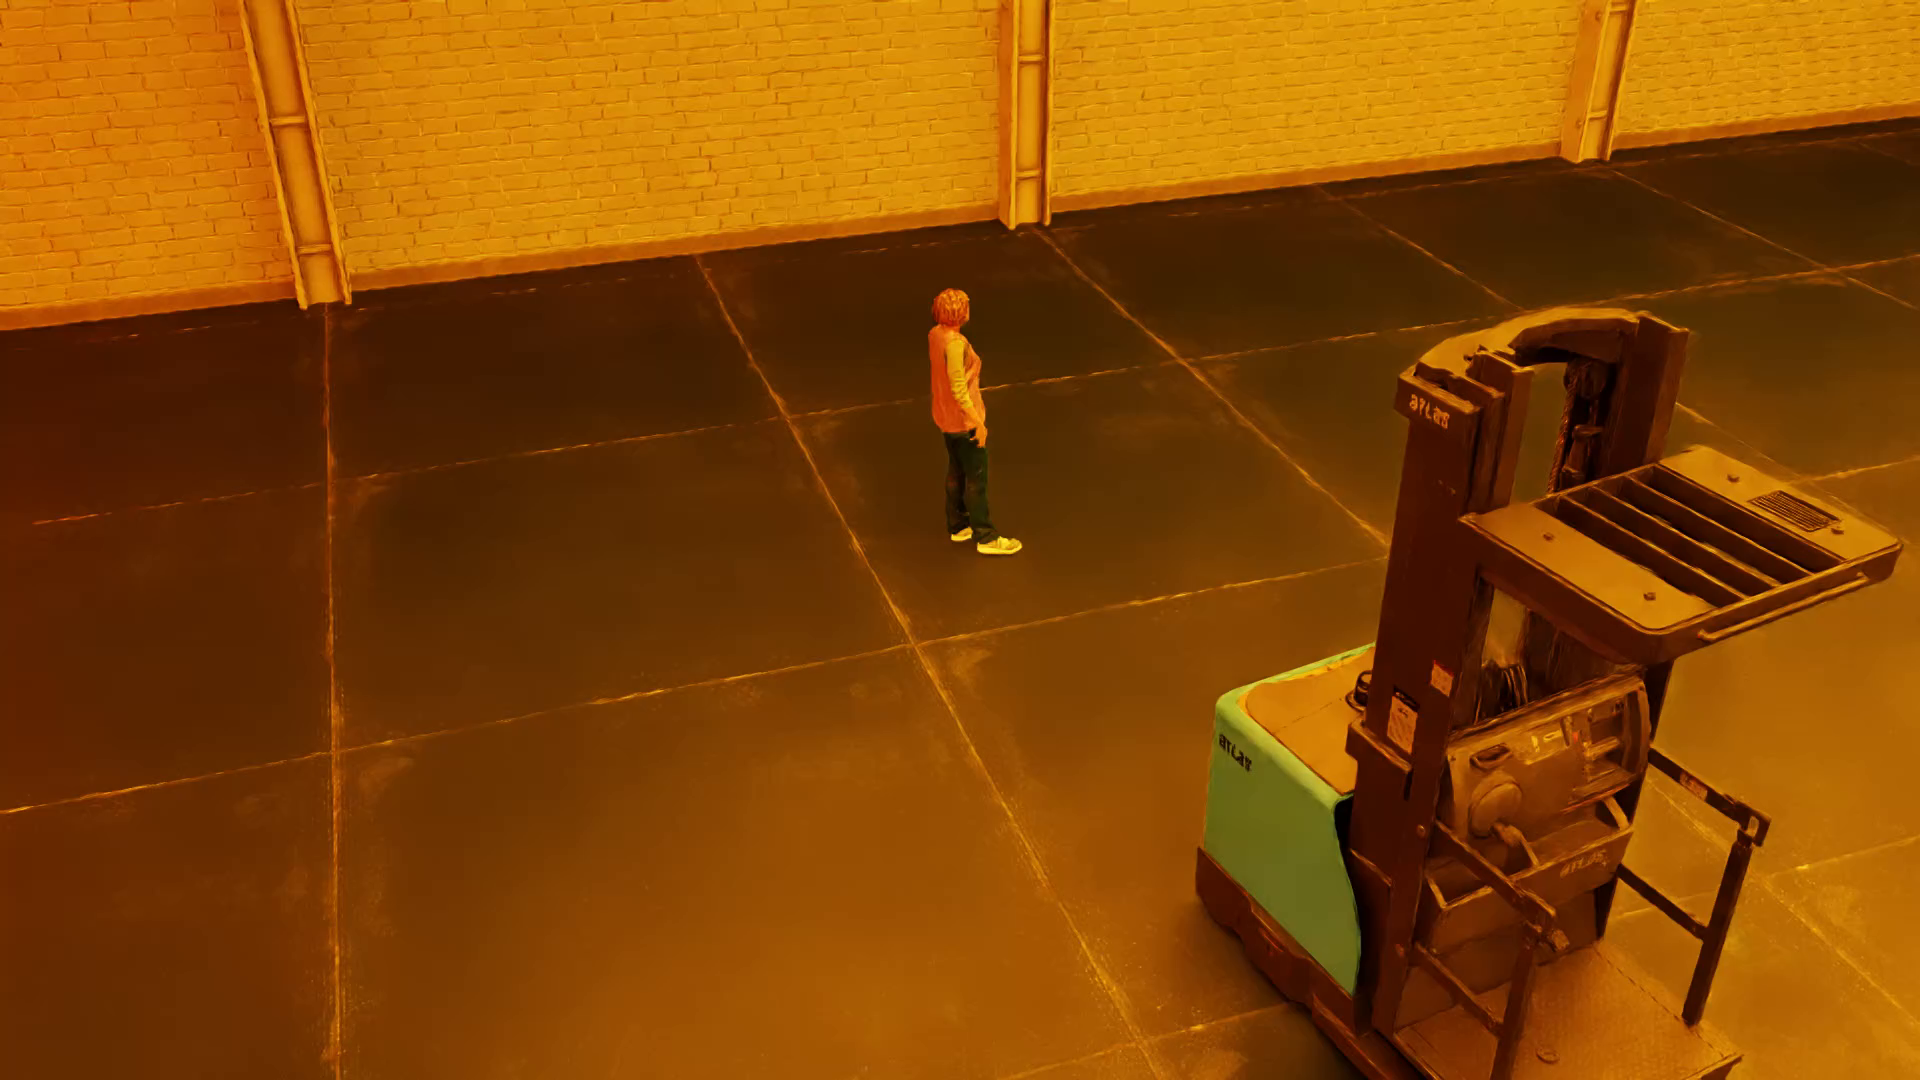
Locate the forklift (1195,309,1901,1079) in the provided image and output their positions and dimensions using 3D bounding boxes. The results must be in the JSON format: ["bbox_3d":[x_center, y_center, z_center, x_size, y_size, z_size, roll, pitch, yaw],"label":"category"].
[{"bbox_3d":[2.164,0.826,5.651,1.130,2.935,3.031,-15,33,-24],"label":"forklift"}]

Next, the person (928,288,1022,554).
[{"bbox_3d":[0.075,-0.703,9.633,0.474,1.597,0.520,-10,31,-16],"label":"person"}]
